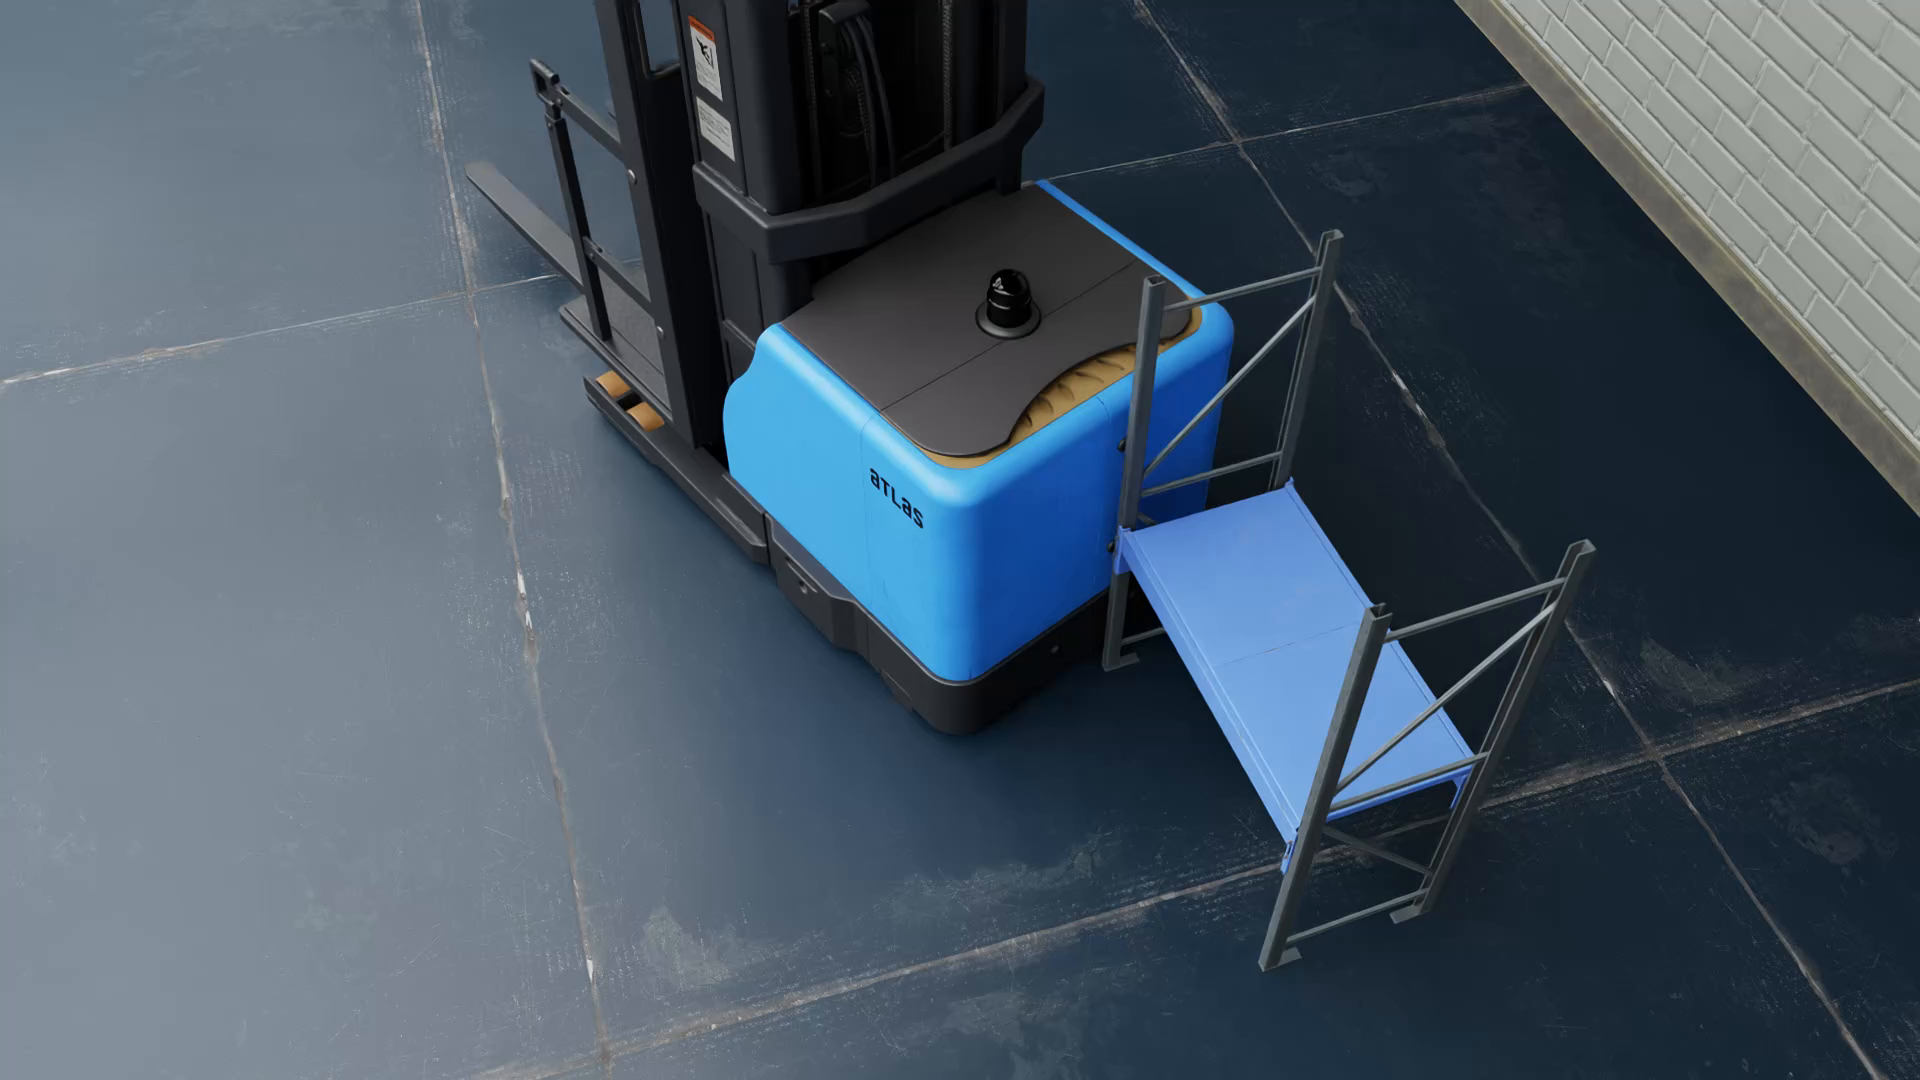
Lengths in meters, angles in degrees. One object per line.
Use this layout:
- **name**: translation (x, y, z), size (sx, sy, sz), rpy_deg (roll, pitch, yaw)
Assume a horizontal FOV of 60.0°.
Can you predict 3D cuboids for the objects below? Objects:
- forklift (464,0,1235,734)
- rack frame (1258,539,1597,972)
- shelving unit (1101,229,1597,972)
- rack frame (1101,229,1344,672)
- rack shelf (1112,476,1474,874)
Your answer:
- **forklift**: translation (-0.595, -1.458, 4.562), size (1.130, 2.935, 3.031), rpy_deg (-33, 57, -25)
- **rack frame**: translation (1.014, 0.559, 3.798), size (0.500, 1.500, 0.032), rpy_deg (-16, 52, -13)
- **shelving unit**: translation (0.836, 0.194, 4.105), size (0.538, 1.500, 1.048), rpy_deg (-16, 52, -13)
- **rack frame**: translation (0.659, -0.170, 4.412), size (0.500, 1.500, 0.032), rpy_deg (-16, 52, -13)
- **rack shelf**: translation (0.836, 0.310, 4.243), size (0.538, 0.185, 1.000), rpy_deg (-16, 52, -13)
